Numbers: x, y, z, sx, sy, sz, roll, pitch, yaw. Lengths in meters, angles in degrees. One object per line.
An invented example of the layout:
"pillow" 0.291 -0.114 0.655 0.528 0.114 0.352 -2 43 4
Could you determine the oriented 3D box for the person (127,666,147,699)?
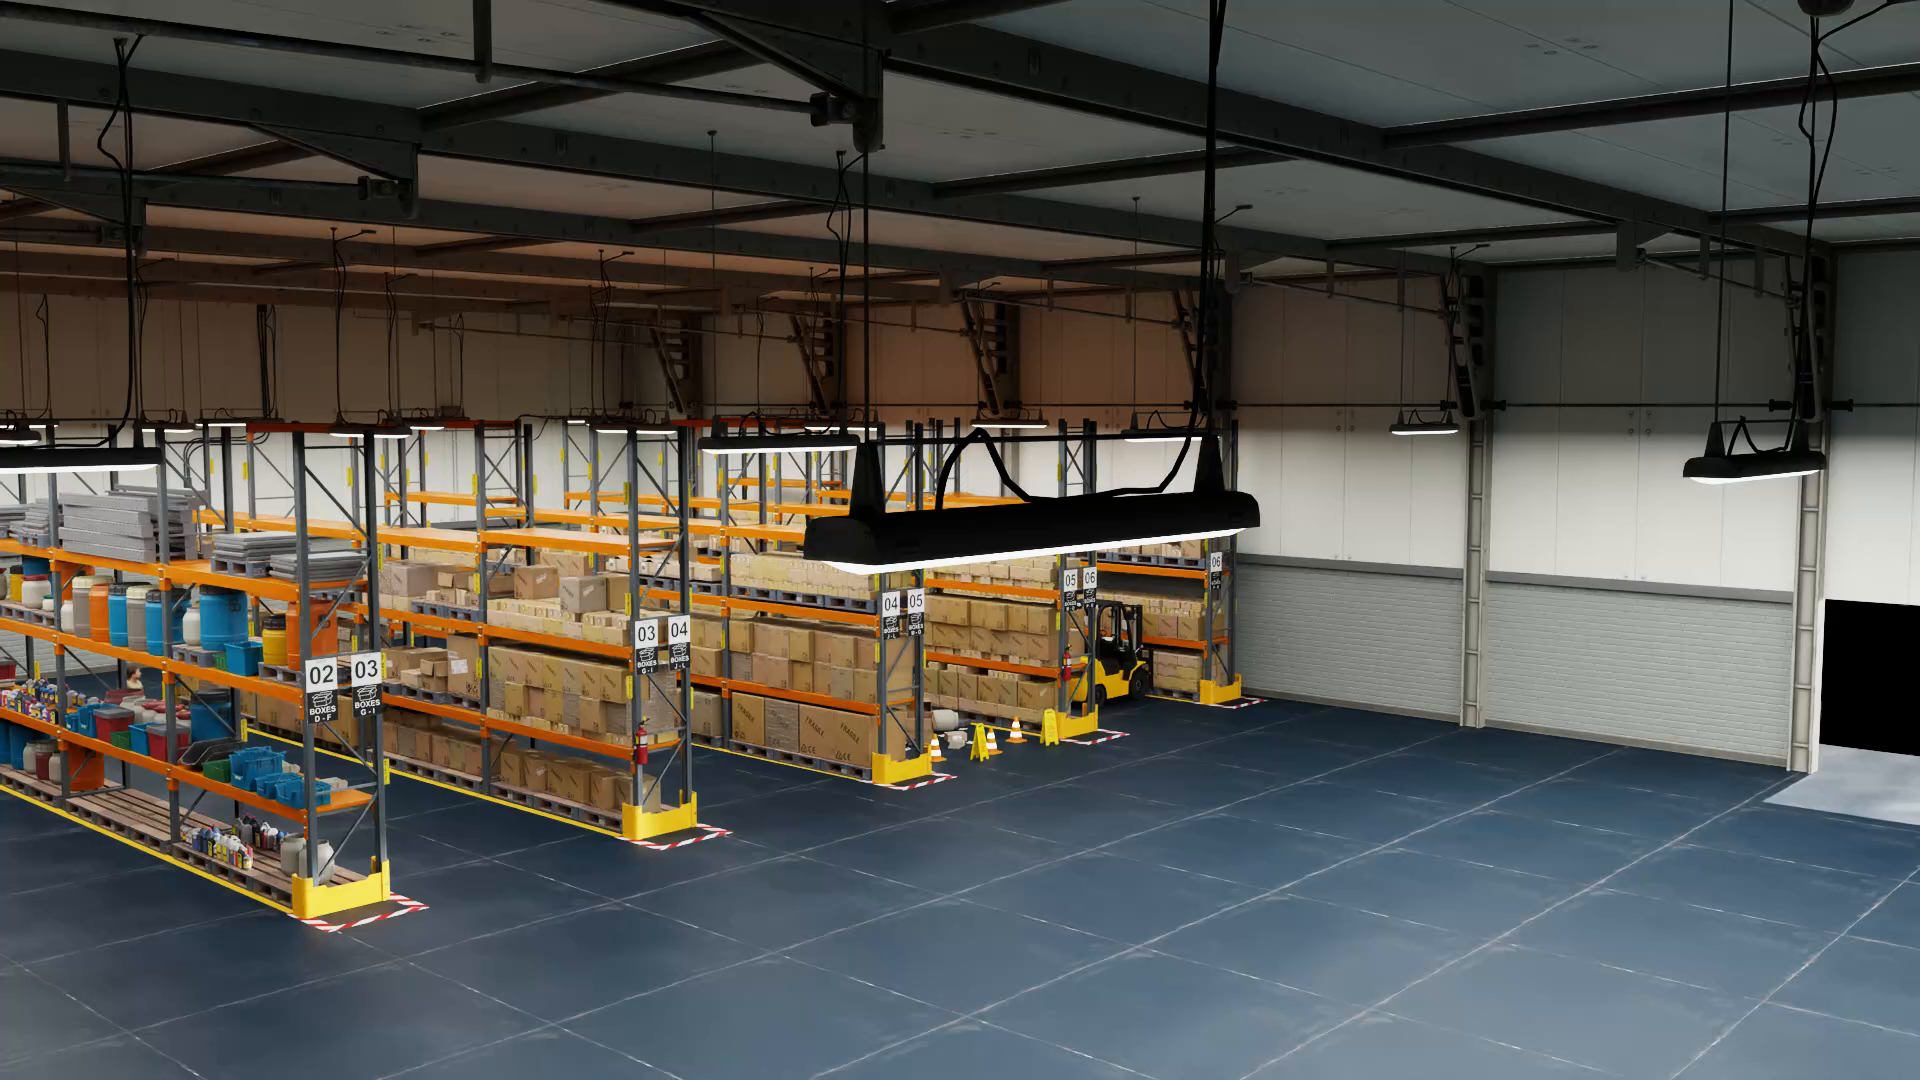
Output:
"person" -14.812 3.063 29.924 1.039 1.613 0.604 4 6 41
